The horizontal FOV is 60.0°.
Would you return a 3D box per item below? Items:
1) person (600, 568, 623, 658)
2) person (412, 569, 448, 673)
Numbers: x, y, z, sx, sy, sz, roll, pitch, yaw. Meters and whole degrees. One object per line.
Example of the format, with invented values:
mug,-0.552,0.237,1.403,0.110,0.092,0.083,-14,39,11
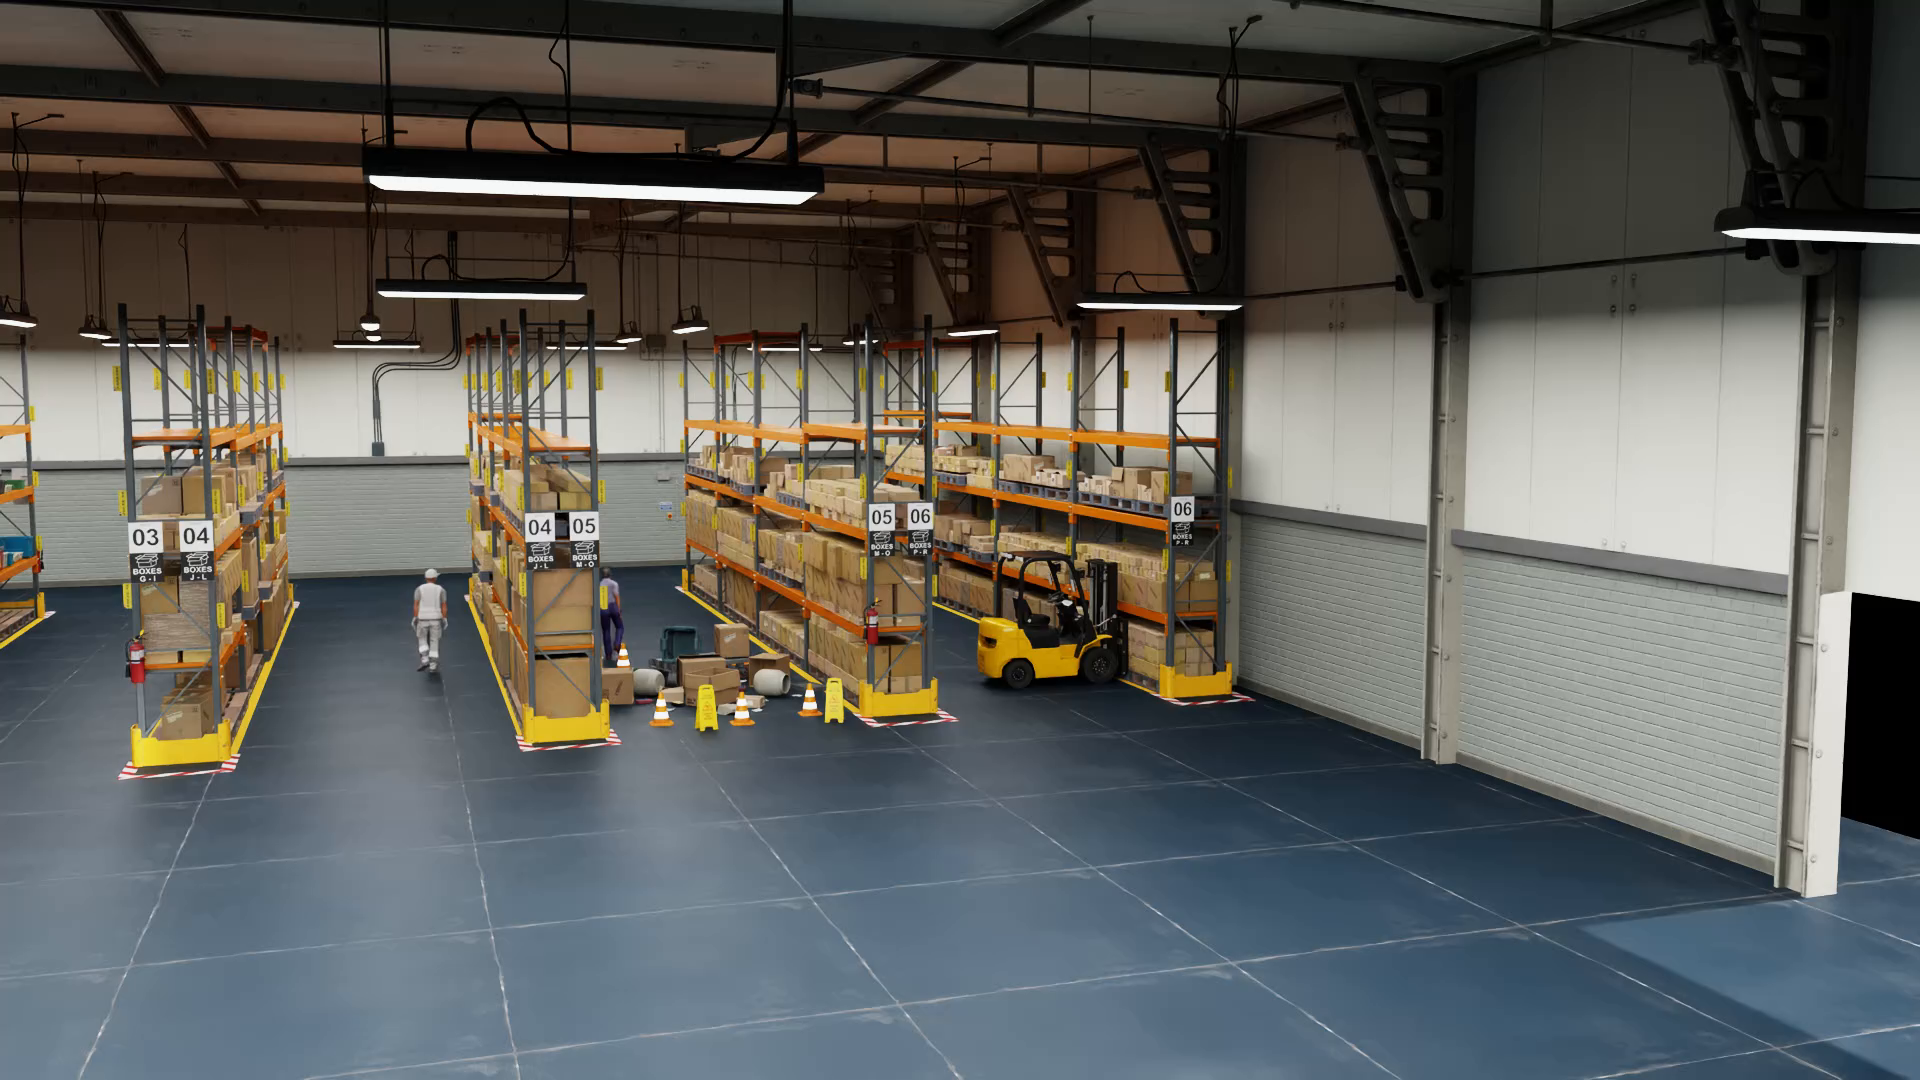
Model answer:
person,-6.357,1.328,30.188,0.547,1.622,0.426,-1,6,-10
person,-9.142,1.384,28.679,0.587,1.773,0.480,-2,6,-18
